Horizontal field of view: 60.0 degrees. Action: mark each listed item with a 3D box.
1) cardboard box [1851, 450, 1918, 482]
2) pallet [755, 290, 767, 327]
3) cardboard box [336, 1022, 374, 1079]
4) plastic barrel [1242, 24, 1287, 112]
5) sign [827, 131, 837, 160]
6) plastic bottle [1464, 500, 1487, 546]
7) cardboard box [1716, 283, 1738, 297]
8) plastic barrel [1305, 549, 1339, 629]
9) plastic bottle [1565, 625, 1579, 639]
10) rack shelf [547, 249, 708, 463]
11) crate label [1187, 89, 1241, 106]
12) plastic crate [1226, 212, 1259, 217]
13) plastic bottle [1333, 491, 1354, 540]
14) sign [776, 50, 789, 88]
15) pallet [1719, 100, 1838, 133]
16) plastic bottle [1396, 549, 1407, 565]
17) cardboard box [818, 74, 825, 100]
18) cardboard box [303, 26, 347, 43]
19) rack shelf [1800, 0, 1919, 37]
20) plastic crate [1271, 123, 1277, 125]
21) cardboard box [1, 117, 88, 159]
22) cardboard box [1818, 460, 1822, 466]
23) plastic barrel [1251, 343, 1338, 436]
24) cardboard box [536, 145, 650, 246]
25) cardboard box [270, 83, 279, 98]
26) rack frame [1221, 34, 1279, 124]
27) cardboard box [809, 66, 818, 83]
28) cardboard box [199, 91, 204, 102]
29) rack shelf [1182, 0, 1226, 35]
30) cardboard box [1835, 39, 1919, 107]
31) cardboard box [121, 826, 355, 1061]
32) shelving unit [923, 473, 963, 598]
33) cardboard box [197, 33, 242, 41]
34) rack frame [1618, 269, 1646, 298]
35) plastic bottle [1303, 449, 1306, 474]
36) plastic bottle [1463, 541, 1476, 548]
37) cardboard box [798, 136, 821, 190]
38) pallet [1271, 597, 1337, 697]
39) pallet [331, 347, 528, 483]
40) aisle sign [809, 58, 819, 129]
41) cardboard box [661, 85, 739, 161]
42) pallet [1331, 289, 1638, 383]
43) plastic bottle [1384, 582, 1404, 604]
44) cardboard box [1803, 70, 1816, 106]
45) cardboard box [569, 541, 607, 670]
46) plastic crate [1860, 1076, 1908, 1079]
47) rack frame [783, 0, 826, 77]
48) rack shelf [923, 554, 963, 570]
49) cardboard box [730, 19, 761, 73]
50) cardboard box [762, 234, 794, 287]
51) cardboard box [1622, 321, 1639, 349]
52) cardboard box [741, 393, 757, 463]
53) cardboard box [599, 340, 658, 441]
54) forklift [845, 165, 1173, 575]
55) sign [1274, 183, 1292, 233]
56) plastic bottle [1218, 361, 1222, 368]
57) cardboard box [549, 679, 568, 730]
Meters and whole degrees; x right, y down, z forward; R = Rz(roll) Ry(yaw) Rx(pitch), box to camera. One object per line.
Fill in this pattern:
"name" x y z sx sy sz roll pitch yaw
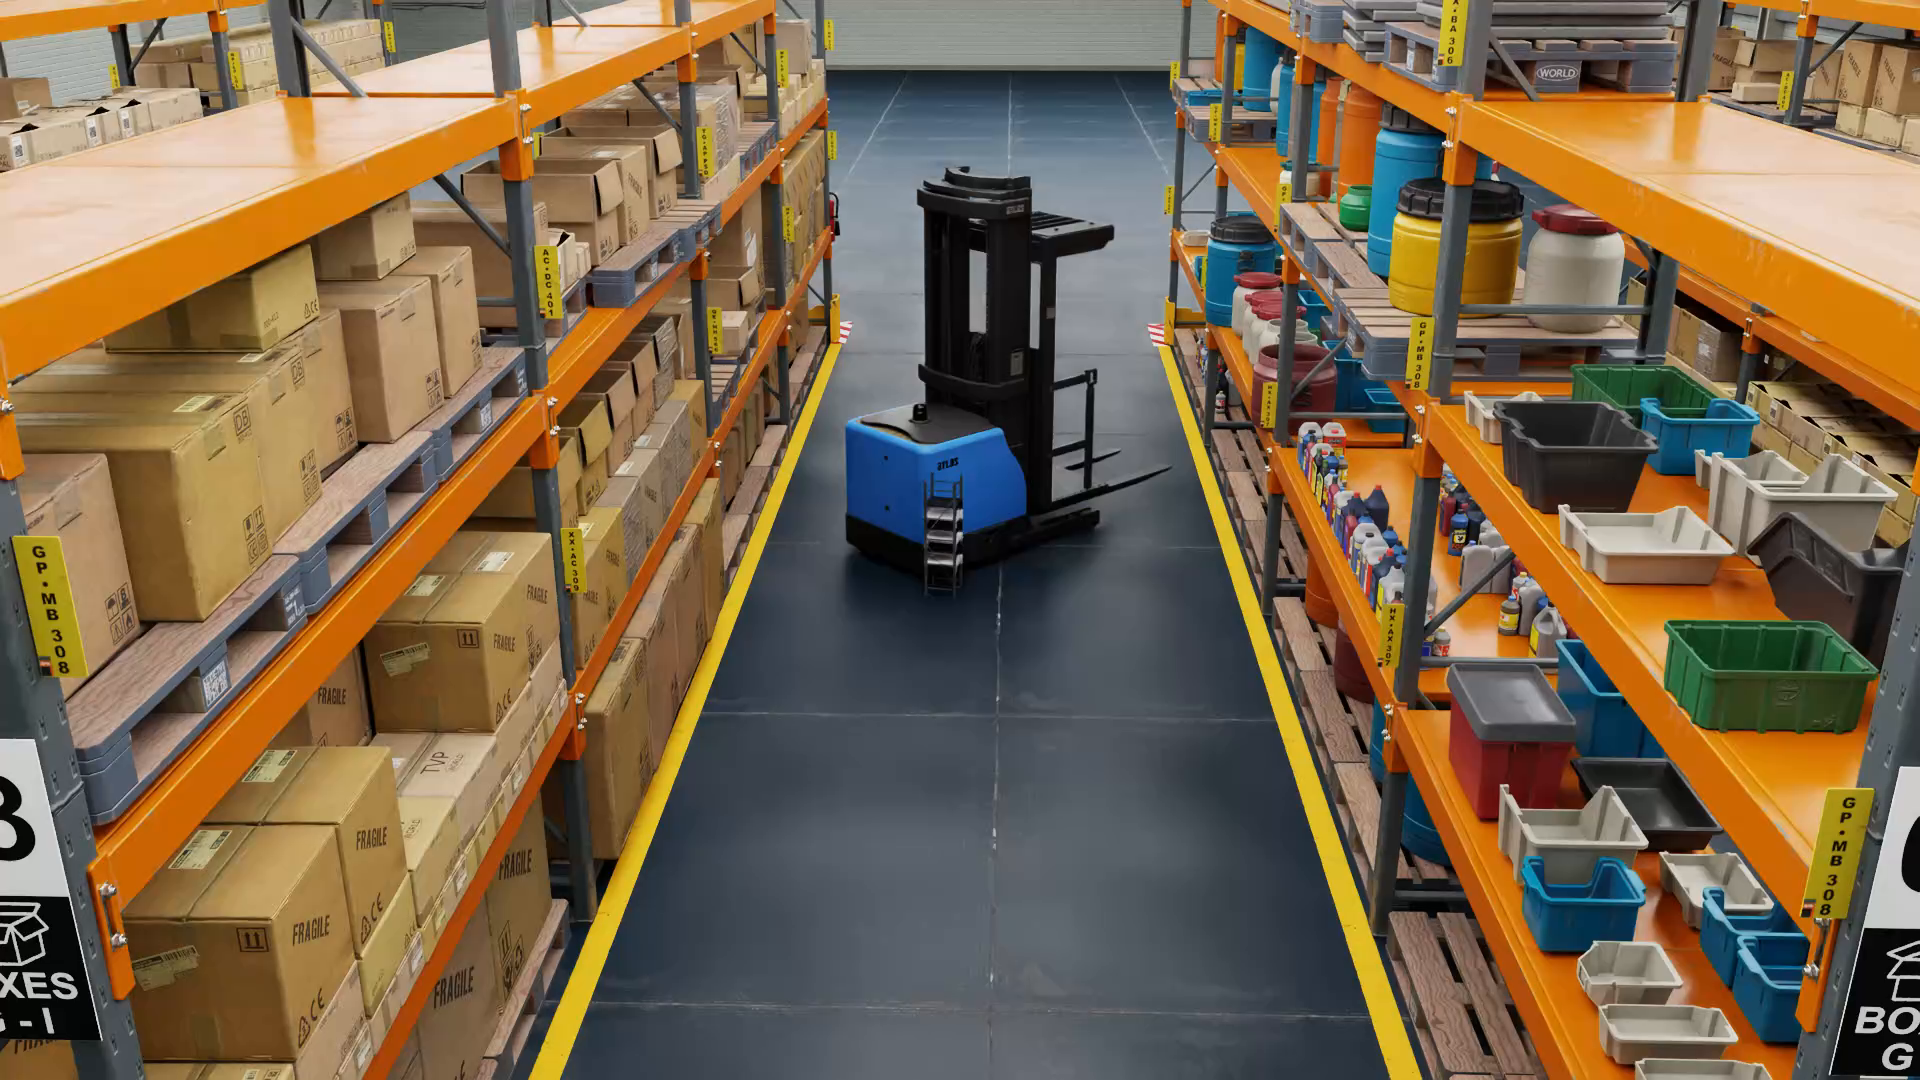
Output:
"cardboard box" 7.449 -0.541 13.222 0.500 0.311 0.500 0 21 1
"pallet" -2.296 -1.996 14.791 1.003 0.211 1.213 1 21 2
"cardboard box" -2.132 1.692 5.369 0.380 0.149 0.250 0 21 1
"plastic barrel" 2.960 -4.492 15.539 0.600 0.901 0.708 1 21 2
"sign" -1.452 -4.480 18.890 0.100 0.325 0.005 1 21 2
"plastic bottle" 3.024 -0.100 9.707 0.144 0.351 0.185 1 21 2
"cardboard box" 7.791 -2.647 16.067 0.700 0.500 0.500 0 21 1
"plastic barrel" 2.703 0.134 11.456 0.600 0.830 0.708 1 21 2
"plastic bottle" 3.017 0.514 8.219 0.061 0.283 0.133 1 21 2
"rack shelf" -2.310 -1.253 9.460 1.077 0.370 4.000 1 21 2
"crate label" 2.557 -4.407 16.800 0.502 0.251 0.408 1 21 2
"plastic crate" 3.228 -3.498 18.603 0.499 0.251 0.616 1 21 2
"plastic bottle" 2.323 -0.147 9.932 0.152 0.276 0.135 1 21 2
"sign" -1.573 -4.178 14.744 0.100 0.325 0.005 1 21 2
"pallet" 7.774 -3.915 15.449 1.003 0.211 1.213 1 21 2
"plastic bottle" 2.420 0.181 9.093 0.097 0.271 0.097 0 21 0
"cardboard box" -1.767 -4.957 18.219 0.500 0.250 0.500 1 21 3
"cardboard box" -6.664 -5.300 17.422 0.380 0.149 0.250 1 21 2
"rack shelf" 7.713 -3.801 12.433 1.077 0.370 4.000 1 21 2
"plastic crate" 3.143 -4.172 16.282 0.336 0.188 0.450 1 21 2
"cardboard box" -6.947 -3.016 12.497 0.500 0.250 0.500 1 21 3
"cardboard box" 7.468 -0.464 13.799 0.500 0.250 0.500 1 21 3
"plastic barrel" 2.413 -1.094 12.013 0.600 0.536 0.708 1 21 2
"cardboard box" -2.134 -2.020 9.723 0.500 0.500 0.500 2 21 5
"cardboard box" -6.717 -4.286 15.911 0.380 0.149 0.250 1 21 2
"rack frame" 2.823 -5.102 14.238 1.000 3.000 0.127 1 21 2
"cardboard box" -1.710 -4.933 17.604 0.380 0.149 0.250 1 21 2
"cardboard box" -7.383 -4.201 15.691 0.380 0.149 0.250 1 21 3
"rack shelf" 2.884 -5.303 16.304 1.077 0.370 4.000 1 21 2
"cardboard box" 7.716 -3.901 13.879 0.500 0.500 0.500 1 21 2
"cardboard box" -2.193 1.209 5.025 0.500 0.500 0.500 0 21 0
"shelving unit" -0.123 -0.033 12.369 0.258 0.900 0.210 5 22 13
"cardboard box" -7.351 -4.938 16.489 0.380 0.149 0.250 0 21 1
"rack frame" 7.896 -3.696 18.907 1.000 3.000 0.127 1 21 2
"plastic bottle" 2.331 -0.537 11.040 0.097 0.201 0.097 0 21 0
"plastic bottle" 2.884 0.103 9.390 0.097 0.201 0.097 0 21 0
"cardboard box" -1.785 -4.075 17.953 0.500 0.500 0.500 1 21 2
"pallet" 2.719 0.727 11.365 1.003 0.211 1.213 1 21 2
"pallet" -2.406 -0.529 6.720 1.003 0.211 1.213 1 21 2
"aisle sign" -1.704 -5.037 18.770 0.394 0.787 0.004 1 21 2
"cardboard box" -1.951 -3.124 12.457 0.500 0.500 0.500 0 21 0
"pallet" 2.506 -1.008 8.093 1.213 0.211 1.003 1 21 2
"plastic bottle" 2.280 0.367 8.608 0.152 0.276 0.135 1 21 2
"cardboard box" 8.069 -4.242 15.517 0.500 0.311 0.500 -1 21 -1
"cardboard box" -2.107 0.323 8.413 0.500 0.500 0.500 1 21 2
"plastic crate" 2.908 1.683 5.328 0.250 0.136 0.298 1 21 2
"rack frame" -2.006 -6.603 18.106 1.000 3.000 0.127 1 21 2
"rack shelf" -0.123 0.166 12.446 0.258 0.077 0.200 5 22 13
"cardboard box" -2.321 -5.089 17.111 0.500 0.500 0.500 1 21 1
"cardboard box" -2.052 -2.707 15.810 0.875 0.500 0.500 1 21 2
"cardboard box" 7.645 -2.237 18.369 0.500 0.250 0.500 1 21 2
"cardboard box" -2.201 -1.006 14.821 0.700 0.500 0.500 1 21 1
"cardboard box" -2.310 -0.928 10.249 0.797 0.503 0.637 1 21 3
"forklift" 0.520 -1.529 13.418 3.031 2.935 1.130 -18 28 -39
"sign" 2.151 -2.212 11.081 0.100 0.325 0.005 1 21 2
"plastic bottle" 2.570 -1.698 16.811 0.144 0.351 0.185 1 21 1
"cardboard box" -2.053 0.764 7.761 0.380 0.149 0.250 1 21 2
